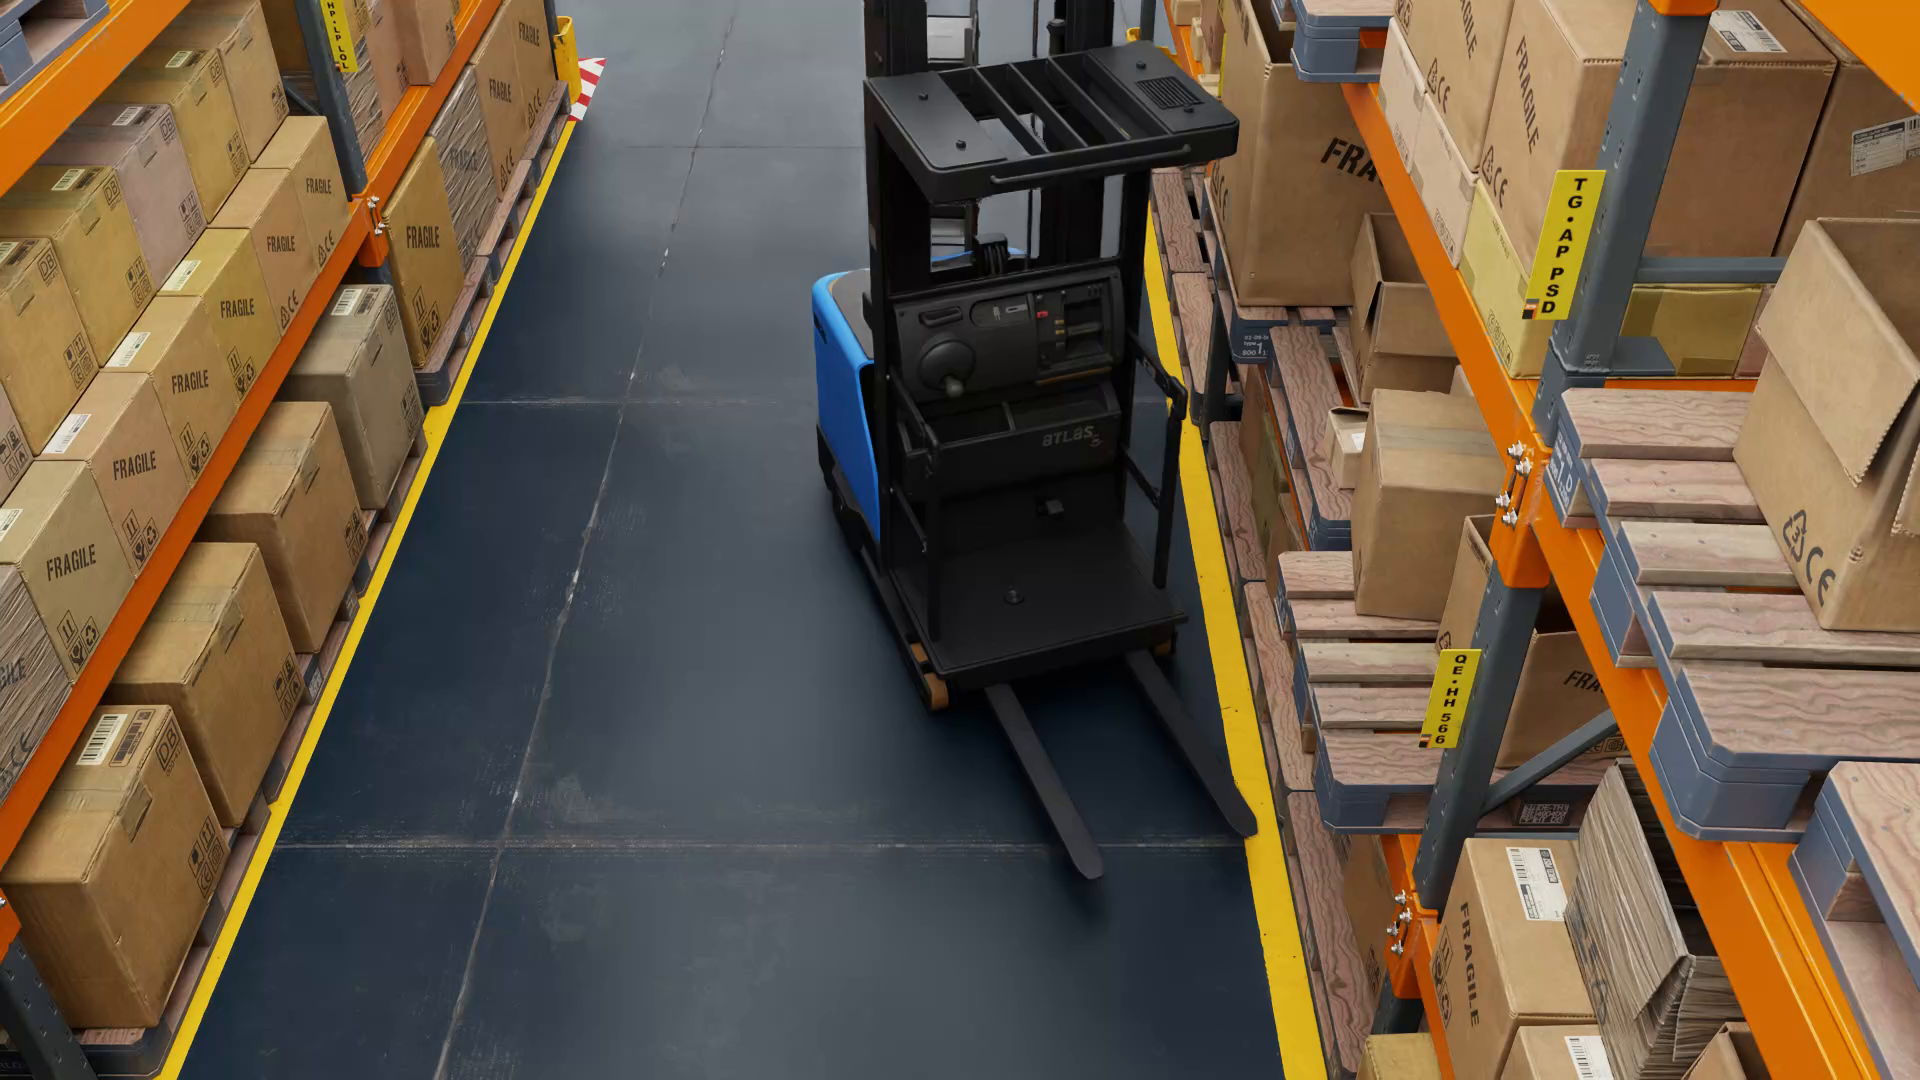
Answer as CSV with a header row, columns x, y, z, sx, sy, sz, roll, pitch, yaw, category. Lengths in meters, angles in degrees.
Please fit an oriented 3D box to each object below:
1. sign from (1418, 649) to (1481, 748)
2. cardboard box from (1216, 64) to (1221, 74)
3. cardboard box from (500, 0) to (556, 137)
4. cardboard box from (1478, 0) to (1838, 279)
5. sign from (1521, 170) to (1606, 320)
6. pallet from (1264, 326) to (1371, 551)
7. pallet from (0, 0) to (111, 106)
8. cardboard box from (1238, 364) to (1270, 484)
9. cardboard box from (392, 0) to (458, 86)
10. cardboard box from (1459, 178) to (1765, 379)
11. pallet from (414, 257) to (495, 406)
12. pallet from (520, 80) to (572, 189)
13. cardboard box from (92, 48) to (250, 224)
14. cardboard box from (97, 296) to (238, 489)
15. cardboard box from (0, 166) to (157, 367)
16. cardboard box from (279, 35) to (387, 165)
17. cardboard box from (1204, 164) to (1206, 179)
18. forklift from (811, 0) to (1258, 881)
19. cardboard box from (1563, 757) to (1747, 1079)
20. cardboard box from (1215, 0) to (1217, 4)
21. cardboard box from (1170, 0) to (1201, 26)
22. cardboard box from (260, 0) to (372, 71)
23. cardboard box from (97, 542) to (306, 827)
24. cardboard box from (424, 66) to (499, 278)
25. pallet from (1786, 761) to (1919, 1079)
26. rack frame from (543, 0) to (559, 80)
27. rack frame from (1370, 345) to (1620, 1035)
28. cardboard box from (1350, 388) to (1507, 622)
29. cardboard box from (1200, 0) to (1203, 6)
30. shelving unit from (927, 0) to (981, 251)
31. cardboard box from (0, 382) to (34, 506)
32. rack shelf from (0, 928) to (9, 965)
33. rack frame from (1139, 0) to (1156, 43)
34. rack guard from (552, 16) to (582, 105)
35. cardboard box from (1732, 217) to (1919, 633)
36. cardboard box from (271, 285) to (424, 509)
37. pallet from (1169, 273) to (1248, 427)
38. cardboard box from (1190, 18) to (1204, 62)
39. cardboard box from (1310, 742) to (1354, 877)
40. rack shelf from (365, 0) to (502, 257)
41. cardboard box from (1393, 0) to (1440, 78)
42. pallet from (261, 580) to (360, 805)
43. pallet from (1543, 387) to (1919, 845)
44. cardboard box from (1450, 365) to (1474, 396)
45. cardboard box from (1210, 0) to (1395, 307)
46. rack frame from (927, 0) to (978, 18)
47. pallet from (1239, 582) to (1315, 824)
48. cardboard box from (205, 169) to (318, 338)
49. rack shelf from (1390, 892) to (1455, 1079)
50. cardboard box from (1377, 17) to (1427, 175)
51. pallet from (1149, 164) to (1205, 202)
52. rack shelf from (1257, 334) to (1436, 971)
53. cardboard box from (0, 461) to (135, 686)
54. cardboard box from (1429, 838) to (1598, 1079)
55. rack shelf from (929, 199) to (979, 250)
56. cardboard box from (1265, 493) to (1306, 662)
x,y,z,sx,sy,sz,roll,pitch,yaw,category
1.182,0.385,4.008,0.100,0.325,0.005,0,39,0,sign
1.514,-2.363,8.501,0.380,0.149,0.250,0,39,0,cardboard box
-3.178,-3.173,10.674,0.875,0.875,0.875,0,39,0,cardboard box
1.474,-0.903,3.599,0.500,0.500,0.500,1,39,1,cardboard box
1.182,-0.573,3.254,0.100,0.325,0.005,0,39,0,sign
1.681,-0.363,5.958,1.003,0.211,1.213,0,39,0,pallet
-3.294,-1.458,4.923,1.003,0.211,1.213,2,39,2,pallet
1.699,-0.514,7.639,0.700,0.500,0.500,-3,39,-4,cardboard box
-3.159,-2.732,8.640,0.875,0.550,0.550,0,39,0,cardboard box
1.478,-0.609,3.833,0.500,0.250,0.500,0,39,0,cardboard box
-3.163,-1.148,9.014,1.003,0.211,1.213,0,39,0,pallet
-3.166,-2.674,10.918,1.003,0.211,1.213,0,39,0,pallet
-3.231,-1.558,6.416,0.700,0.500,0.500,-1,39,-1,cardboard box
-2.968,-0.524,5.926,0.500,0.500,0.500,0,39,-1,cardboard box
-3.232,-0.926,5.628,0.700,0.500,0.500,0,39,0,cardboard box
-3.253,-2.050,7.790,0.875,0.550,0.550,0,39,0,cardboard box
1.716,-2.235,9.804,0.500,0.500,0.500,3,39,4,cardboard box
0.275,-0.727,6.314,1.130,2.935,3.031,-12,40,-15,forklift
1.709,0.827,3.437,0.797,0.503,0.637,1,39,1,cardboard box
1.442,-2.840,7.778,0.500,0.500,0.500,0,39,0,cardboard box
1.382,-2.988,9.281,0.380,0.149,0.250,0,39,0,cardboard box
-3.206,-2.472,7.452,0.875,0.550,0.550,0,39,0,cardboard box
-3.151,0.527,6.157,1.050,0.750,0.750,1,39,1,cardboard box
-3.176,-2.053,9.276,0.875,0.875,0.875,0,39,0,cardboard box
1.782,0.805,2.099,1.003,0.211,1.213,2,39,2,pallet
-3.245,-4.262,10.670,1.000,3.000,0.127,0,39,0,rack frame
1.724,0.800,4.353,1.000,3.000,0.127,0,39,0,rack frame
1.583,-0.090,5.047,0.700,0.500,0.500,5,39,7,cardboard box
1.755,-3.076,8.872,0.875,0.500,0.500,0,39,0,cardboard box
-0.134,-1.536,7.987,0.431,2.100,0.503,2,39,2,shelving unit
-3.228,-0.286,4.828,0.700,0.500,0.500,-1,39,-1,cardboard box
-3.233,2.272,3.092,1.077,0.370,4.000,0,39,0,rack shelf
1.715,-4.203,10.596,1.000,3.000,0.127,0,39,0,rack frame
-3.245,-3.302,11.471,1.175,0.500,0.348,0,39,0,rack guard
1.797,-0.193,2.775,0.797,0.503,0.637,2,39,3,cardboard box
-3.150,-0.659,7.637,1.050,0.750,0.750,0,39,0,cardboard box
1.684,-1.033,8.870,1.003,0.211,1.213,0,39,0,pallet
1.438,-2.676,8.891,0.380,0.149,0.250,0,39,0,cardboard box
1.690,0.838,5.953,0.700,0.500,0.500,-3,39,-4,cardboard box
-3.243,-2.731,9.334,1.077,0.370,4.000,0,39,0,rack shelf
1.477,-1.533,4.386,0.500,0.500,0.500,1,39,1,cardboard box
-3.160,0.574,6.864,1.003,0.211,1.213,0,39,0,pallet
1.778,0.106,2.972,1.213,0.211,1.003,2,39,2,pallet
1.952,-0.354,5.577,0.500,0.250,0.500,-1,39,-1,cardboard box
1.581,-1.602,6.535,1.000,1.000,1.000,0,39,0,cardboard box
-0.121,-1.688,8.177,0.400,2.100,0.015,2,39,2,rack frame
1.726,0.639,6.784,1.003,0.211,1.213,0,39,0,pallet
-2.972,-1.158,6.716,0.500,0.500,0.500,0,39,-1,cardboard box
1.727,2.331,3.017,1.077,0.370,4.000,0,39,0,rack shelf
1.467,-1.233,4.612,0.500,0.250,0.500,1,39,1,cardboard box
1.681,-2.559,10.774,1.003,0.211,1.213,0,39,0,pallet
1.722,-0.170,6.139,1.077,0.370,4.000,0,39,0,rack shelf
-2.970,0.103,5.143,0.500,0.500,0.500,0,39,0,cardboard box
1.453,1.065,3.942,0.500,0.500,0.500,1,39,1,cardboard box
-0.134,-1.525,7.996,0.431,0.518,0.480,2,39,2,rack shelf
1.682,0.135,6.831,0.700,0.500,0.500,-3,39,-4,cardboard box
